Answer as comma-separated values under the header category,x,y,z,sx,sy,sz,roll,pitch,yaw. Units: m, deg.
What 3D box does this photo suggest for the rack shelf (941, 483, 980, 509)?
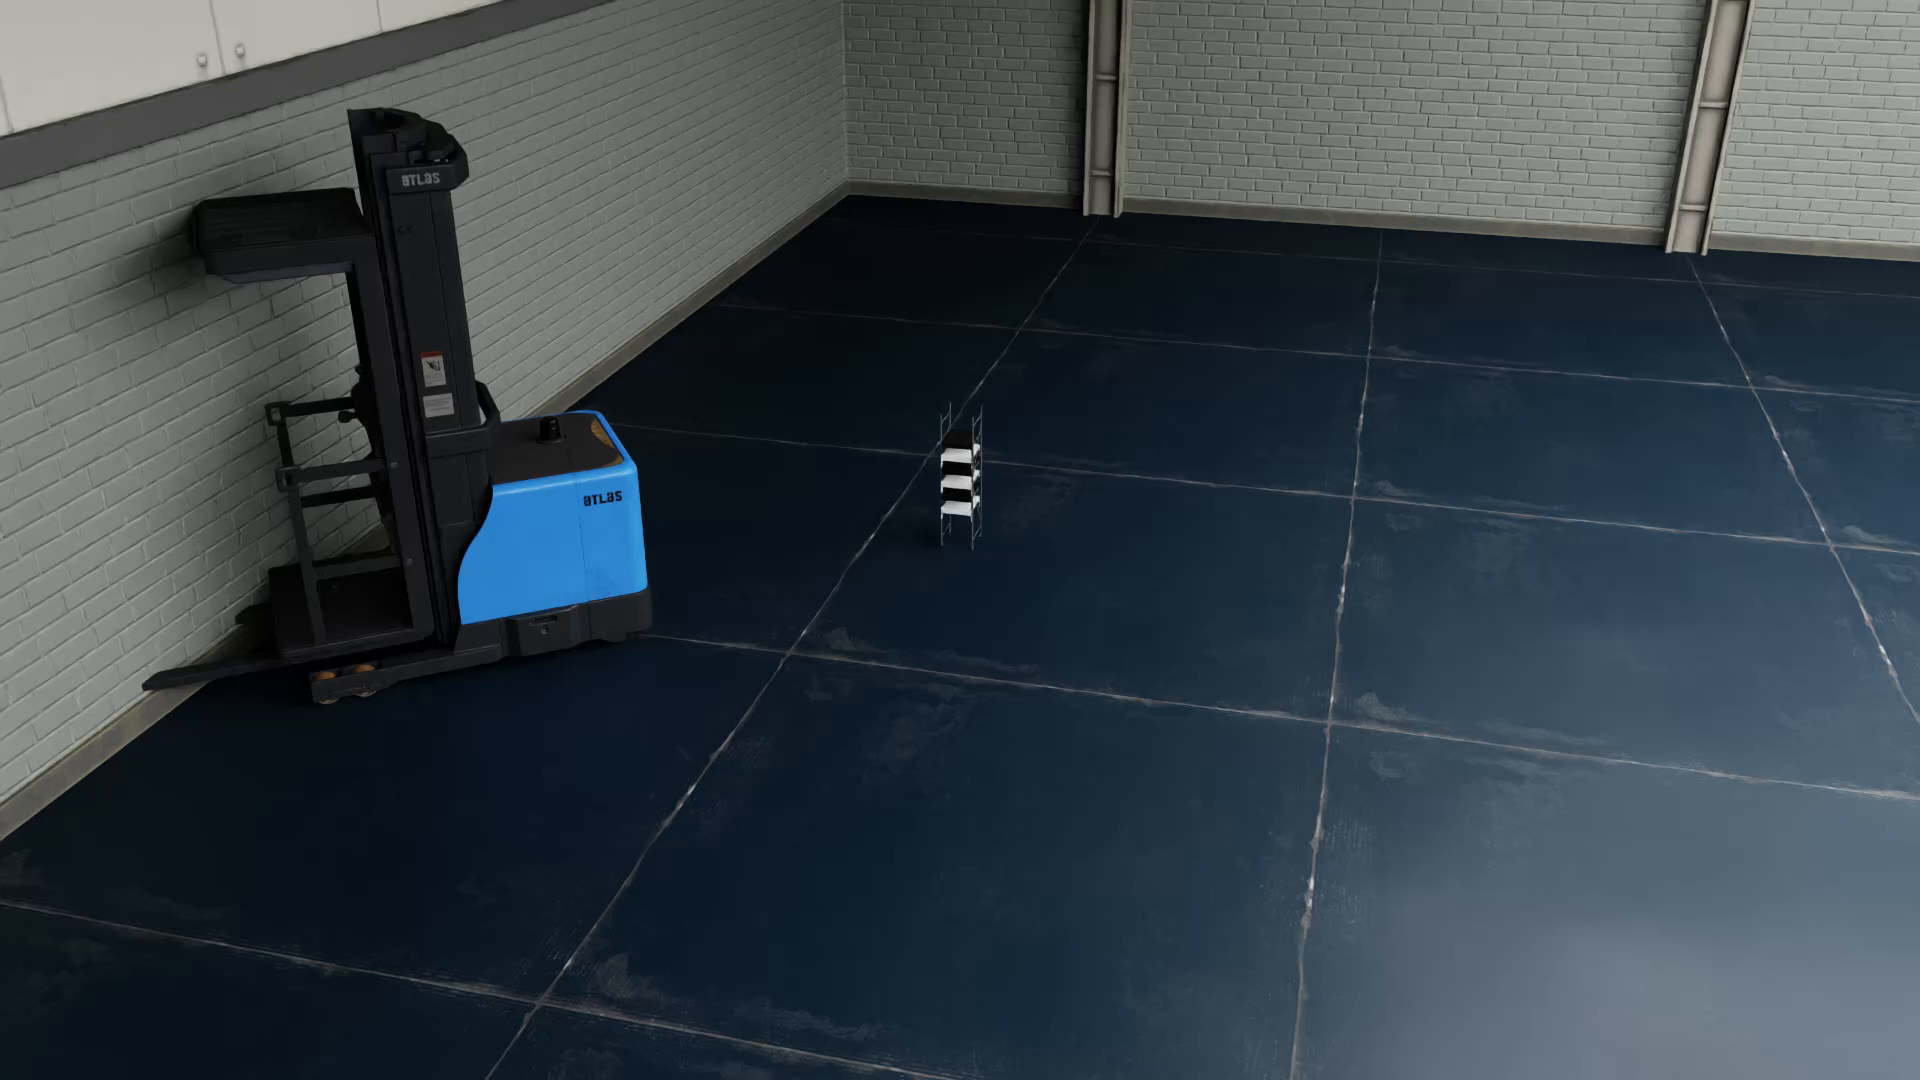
category,x,y,z,sx,sy,sz,roll,pitch,yaw
rack shelf,0.008,-0.294,10.608,0.200,0.077,0.258,6,26,13

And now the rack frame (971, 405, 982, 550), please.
category,x,y,z,sx,sy,sz,roll,pitch,yaw
rack frame,0.106,-0.395,10.532,0.006,0.900,0.240,6,26,13

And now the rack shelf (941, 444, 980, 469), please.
category,x,y,z,sx,sy,sz,roll,pitch,yaw
rack shelf,0.008,-0.538,10.492,0.200,0.077,0.258,6,26,13

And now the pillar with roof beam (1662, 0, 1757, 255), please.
category,x,y,z,sx,sy,sz,roll,pitch,yaw
pillar with roof beam,6.310,-5.228,11.262,0.400,9.000,9.100,6,26,13

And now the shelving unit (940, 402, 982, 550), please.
category,x,y,z,sx,sy,sz,roll,pitch,yaw
shelving unit,0.008,-0.405,10.555,0.210,0.900,0.258,6,26,13

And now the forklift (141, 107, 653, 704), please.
category,x,y,z,sx,sy,sz,roll,pitch,yaw
forklift,-3.332,-0.704,8.818,3.031,2.935,1.130,-11,27,-21

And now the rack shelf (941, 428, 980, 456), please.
category,x,y,z,sx,sy,sz,roll,pitch,yaw
rack shelf,0.008,-0.619,10.453,0.200,0.077,0.258,6,26,13

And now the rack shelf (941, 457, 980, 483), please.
category,x,y,z,sx,sy,sz,roll,pitch,yaw
rack shelf,0.008,-0.457,10.530,0.200,0.077,0.258,6,26,13

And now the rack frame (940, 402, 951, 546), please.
category,x,y,z,sx,sy,sz,roll,pitch,yaw
rack frame,-0.091,-0.416,10.578,0.006,0.900,0.240,6,26,13

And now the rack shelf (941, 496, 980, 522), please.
category,x,y,z,sx,sy,sz,roll,pitch,yaw
rack shelf,0.008,-0.213,10.646,0.200,0.077,0.258,6,26,13

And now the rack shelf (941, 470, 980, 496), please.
category,x,y,z,sx,sy,sz,roll,pitch,yaw
rack shelf,0.008,-0.375,10.569,0.200,0.077,0.258,6,26,13

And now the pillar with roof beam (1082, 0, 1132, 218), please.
category,x,y,z,sx,sy,sz,roll,pitch,yaw
pillar with roof beam,0.499,-5.870,12.611,0.400,9.000,9.100,6,26,13
